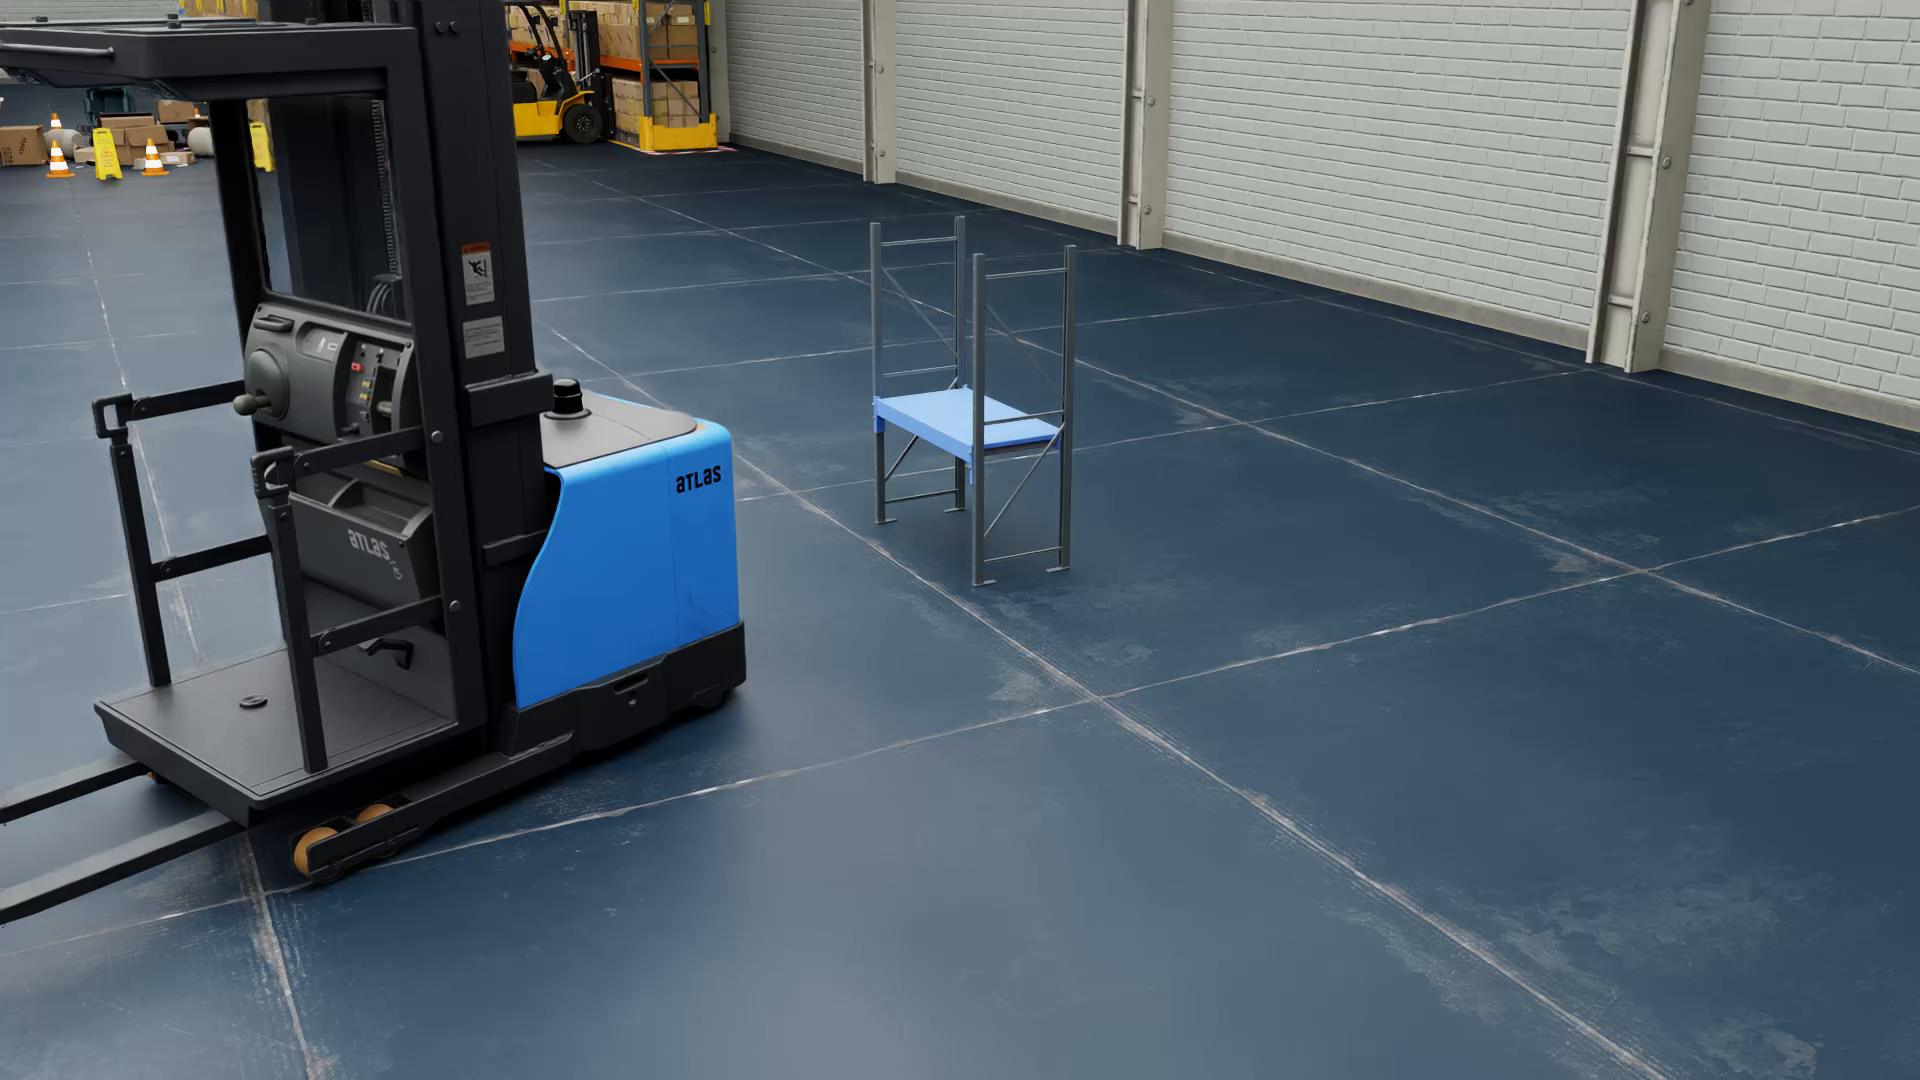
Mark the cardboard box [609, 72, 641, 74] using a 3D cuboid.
[{"bbox_3d":[-5.589,-7.743,28.012,0.500,0.250,0.500,-10,22,-27],"label":"cardboard box"}]

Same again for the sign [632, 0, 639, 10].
[{"bbox_3d":[-4.831,-8.057,24.745,0.100,0.325,0.005,-10,21,-27],"label":"sign"}]

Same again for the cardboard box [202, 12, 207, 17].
[{"bbox_3d":[-14.451,-10.148,32.407,0.500,0.250,0.500,-11,22,-28],"label":"cardboard box"}]

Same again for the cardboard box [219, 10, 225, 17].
[{"bbox_3d":[-12.988,-9.633,29.762,0.500,0.500,0.500,-11,22,-28],"label":"cardboard box"}]

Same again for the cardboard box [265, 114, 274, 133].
[{"bbox_3d":[-10.571,-6.544,26.069,0.500,0.250,0.500,-11,22,-29],"label":"cardboard box"}]

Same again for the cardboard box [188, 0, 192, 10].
[{"bbox_3d":[-15.831,-11.345,34.726,0.500,0.500,0.500,-10,21,-27],"label":"cardboard box"}]

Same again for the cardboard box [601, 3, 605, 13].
[{"bbox_3d":[-5.541,-8.557,26.728,0.380,0.149,0.250,-10,21,-26],"label":"cardboard box"}]

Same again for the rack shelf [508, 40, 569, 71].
[{"bbox_3d":[-7.196,-8.860,30.313,1.077,0.370,4.000,-10,21,-27],"label":"rack shelf"}]

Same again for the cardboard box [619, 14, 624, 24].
[{"bbox_3d":[-5.083,-8.114,25.899,0.380,0.149,0.250,-10,21,-27],"label":"cardboard box"}]

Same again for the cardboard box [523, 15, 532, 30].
[{"bbox_3d":[-7.681,-9.478,30.463,0.500,0.250,0.500,-11,22,-28],"label":"cardboard box"}]

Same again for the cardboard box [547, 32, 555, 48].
[{"bbox_3d":[-6.960,-8.803,29.274,0.500,0.250,0.500,-10,21,-27],"label":"cardboard box"}]

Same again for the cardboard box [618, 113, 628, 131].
[{"bbox_3d":[-5.076,-6.607,26.252,0.500,0.250,0.500,-10,21,-27],"label":"cardboard box"}]

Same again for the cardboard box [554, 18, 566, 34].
[{"bbox_3d":[-6.705,-8.893,28.769,0.500,0.250,0.500,-10,22,-28],"label":"cardboard box"}]

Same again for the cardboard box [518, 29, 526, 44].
[{"bbox_3d":[-7.916,-9.393,30.985,0.500,0.250,0.500,-10,22,-28],"label":"cardboard box"}]

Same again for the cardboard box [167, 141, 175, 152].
[{"bbox_3d":[-12.115,-5.998,25.106,0.396,0.266,0.258,7,20,20],"label":"cardboard box"}]

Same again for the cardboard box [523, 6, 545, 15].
[{"bbox_3d":[-7.846,-9.772,30.705,0.380,0.149,0.250,-10,21,-26],"label":"cardboard box"}]

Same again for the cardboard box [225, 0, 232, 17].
[{"bbox_3d":[-12.503,-9.226,29.017,0.500,0.500,0.500,-11,22,-28],"label":"cardboard box"}]

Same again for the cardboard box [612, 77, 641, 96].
[{"bbox_3d":[-5.336,-7.222,26.502,0.500,0.250,0.500,-10,21,-26],"label":"cardboard box"}]

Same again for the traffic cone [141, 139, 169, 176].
[{"bbox_3d":[-10.869,-5.163,22.385,0.336,0.463,0.334,-10,21,-27],"label":"traffic cone"}]

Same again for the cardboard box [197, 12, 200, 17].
[{"bbox_3d":[-15.106,-10.441,33.637,0.500,0.500,0.500,-11,22,-28],"label":"cardboard box"}]

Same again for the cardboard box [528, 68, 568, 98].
[{"bbox_3d":[-7.545,-8.483,31.114,0.875,0.625,0.625,-9,21,-25],"label":"cardboard box"}]

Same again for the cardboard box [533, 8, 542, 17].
[{"bbox_3d":[-7.431,-9.470,29.830,0.380,0.149,0.250,-11,22,-28],"label":"cardboard box"}]

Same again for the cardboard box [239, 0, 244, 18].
[{"bbox_3d":[-11.511,-8.631,27.293,0.500,0.500,0.500,-9,21,-25],"label":"cardboard box"}]

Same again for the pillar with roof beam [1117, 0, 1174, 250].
[{"bbox_3d":[-1.975,-6.542,13.294,9.100,9.000,0.400,-10,21,-27],"label":"pillar with roof beam"}]

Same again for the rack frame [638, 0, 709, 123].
[{"bbox_3d":[-4.347,-7.478,25.204,1.000,3.000,0.127,-10,21,-27],"label":"rack frame"}]

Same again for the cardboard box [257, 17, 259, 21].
[{"bbox_3d":[-10.391,-7.734,25.338,0.500,0.500,0.500,-10,21,-27],"label":"cardboard box"}]

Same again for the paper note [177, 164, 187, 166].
[{"bbox_3d":[-10.914,-5.268,23.350,0.142,0.019,0.148,16,25,39],"label":"paper note"}]

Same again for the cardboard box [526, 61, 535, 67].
[{"bbox_3d":[-8.410,-9.436,33.071,0.380,0.149,0.250,-10,21,-26],"label":"cardboard box"}]

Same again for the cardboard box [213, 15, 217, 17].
[{"bbox_3d":[-13.474,-9.560,30.702,0.500,0.250,0.500,-11,22,-28],"label":"cardboard box"}]

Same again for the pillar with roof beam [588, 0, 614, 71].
[{"bbox_3d":[-10.522,-11.709,28.269,9.100,9.000,0.400,-10,21,-27],"label":"pillar with roof beam"}]

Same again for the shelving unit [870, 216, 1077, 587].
[{"bbox_3d":[0.041,-0.684,7.816,0.538,1.500,1.048,-10,21,-27],"label":"shelving unit"}]

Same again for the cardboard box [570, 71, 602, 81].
[{"bbox_3d":[-6.293,-7.810,28.206,0.500,0.250,0.500,-10,22,-27],"label":"cardboard box"}]

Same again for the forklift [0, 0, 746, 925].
[{"bbox_3d":[-2.150,-0.520,5.146,1.130,2.935,3.031,15,24,37],"label":"forklift"}]

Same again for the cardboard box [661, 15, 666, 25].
[{"bbox_3d":[-4.453,-8.031,25.658,0.380,0.149,0.250,-10,21,-27],"label":"cardboard box"}]

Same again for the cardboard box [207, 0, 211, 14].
[{"bbox_3d":[-13.954,-10.216,31.453,0.500,0.500,0.500,-11,22,-28],"label":"cardboard box"}]

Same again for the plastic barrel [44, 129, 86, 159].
[{"bbox_3d":[-13.033,-5.755,24.160,0.512,0.421,0.421,4,19,11],"label":"plastic barrel"}]

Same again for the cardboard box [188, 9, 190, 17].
[{"bbox_3d":[-16.071,-11.025,35.331,0.500,0.500,0.500,-10,22,-27],"label":"cardboard box"}]

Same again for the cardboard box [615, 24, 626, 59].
[{"bbox_3d":[-5.050,-7.776,25.916,0.500,0.500,0.500,-9,21,-25],"label":"cardboard box"}]

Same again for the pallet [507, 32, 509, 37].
[{"bbox_3d":[-9.074,-10.241,33.507,1.003,0.211,1.213,-10,21,-27],"label":"pallet"}]

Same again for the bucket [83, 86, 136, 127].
[{"bbox_3d":[-12.828,-6.550,25.203,0.726,0.611,0.620,-3,9,-8],"label":"bucket"}]

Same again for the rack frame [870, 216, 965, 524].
[{"bbox_3d":[-0.201,-0.830,8.239,0.500,1.500,0.032,-10,21,-27],"label":"rack frame"}]

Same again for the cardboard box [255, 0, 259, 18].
[{"bbox_3d":[-9.715,-7.758,23.875,0.700,0.500,0.500,-10,22,-27],"label":"cardboard box"}]

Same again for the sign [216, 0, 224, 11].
[{"bbox_3d":[-12.999,-9.465,29.188,0.100,0.325,0.005,-10,21,-27],"label":"sign"}]

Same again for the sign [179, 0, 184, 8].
[{"bbox_3d":[-16.803,-11.664,35.886,0.100,0.325,0.005,-10,21,-27],"label":"sign"}]

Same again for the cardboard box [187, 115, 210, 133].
[{"bbox_3d":[-11.302,-6.158,25.206,0.500,0.500,0.500,4,19,11],"label":"cardboard box"}]

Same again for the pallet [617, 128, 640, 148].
[{"bbox_3d":[-4.747,-6.373,26.277,1.003,0.211,1.213,-10,21,-27],"label":"pallet"}]

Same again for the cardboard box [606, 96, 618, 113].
[{"bbox_3d":[-5.346,-6.995,26.610,0.500,0.250,0.500,-11,22,-28],"label":"cardboard box"}]

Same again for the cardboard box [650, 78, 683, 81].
[{"bbox_3d":[-4.649,-7.160,26.320,0.500,0.250,0.500,-10,21,-27],"label":"cardboard box"}]
